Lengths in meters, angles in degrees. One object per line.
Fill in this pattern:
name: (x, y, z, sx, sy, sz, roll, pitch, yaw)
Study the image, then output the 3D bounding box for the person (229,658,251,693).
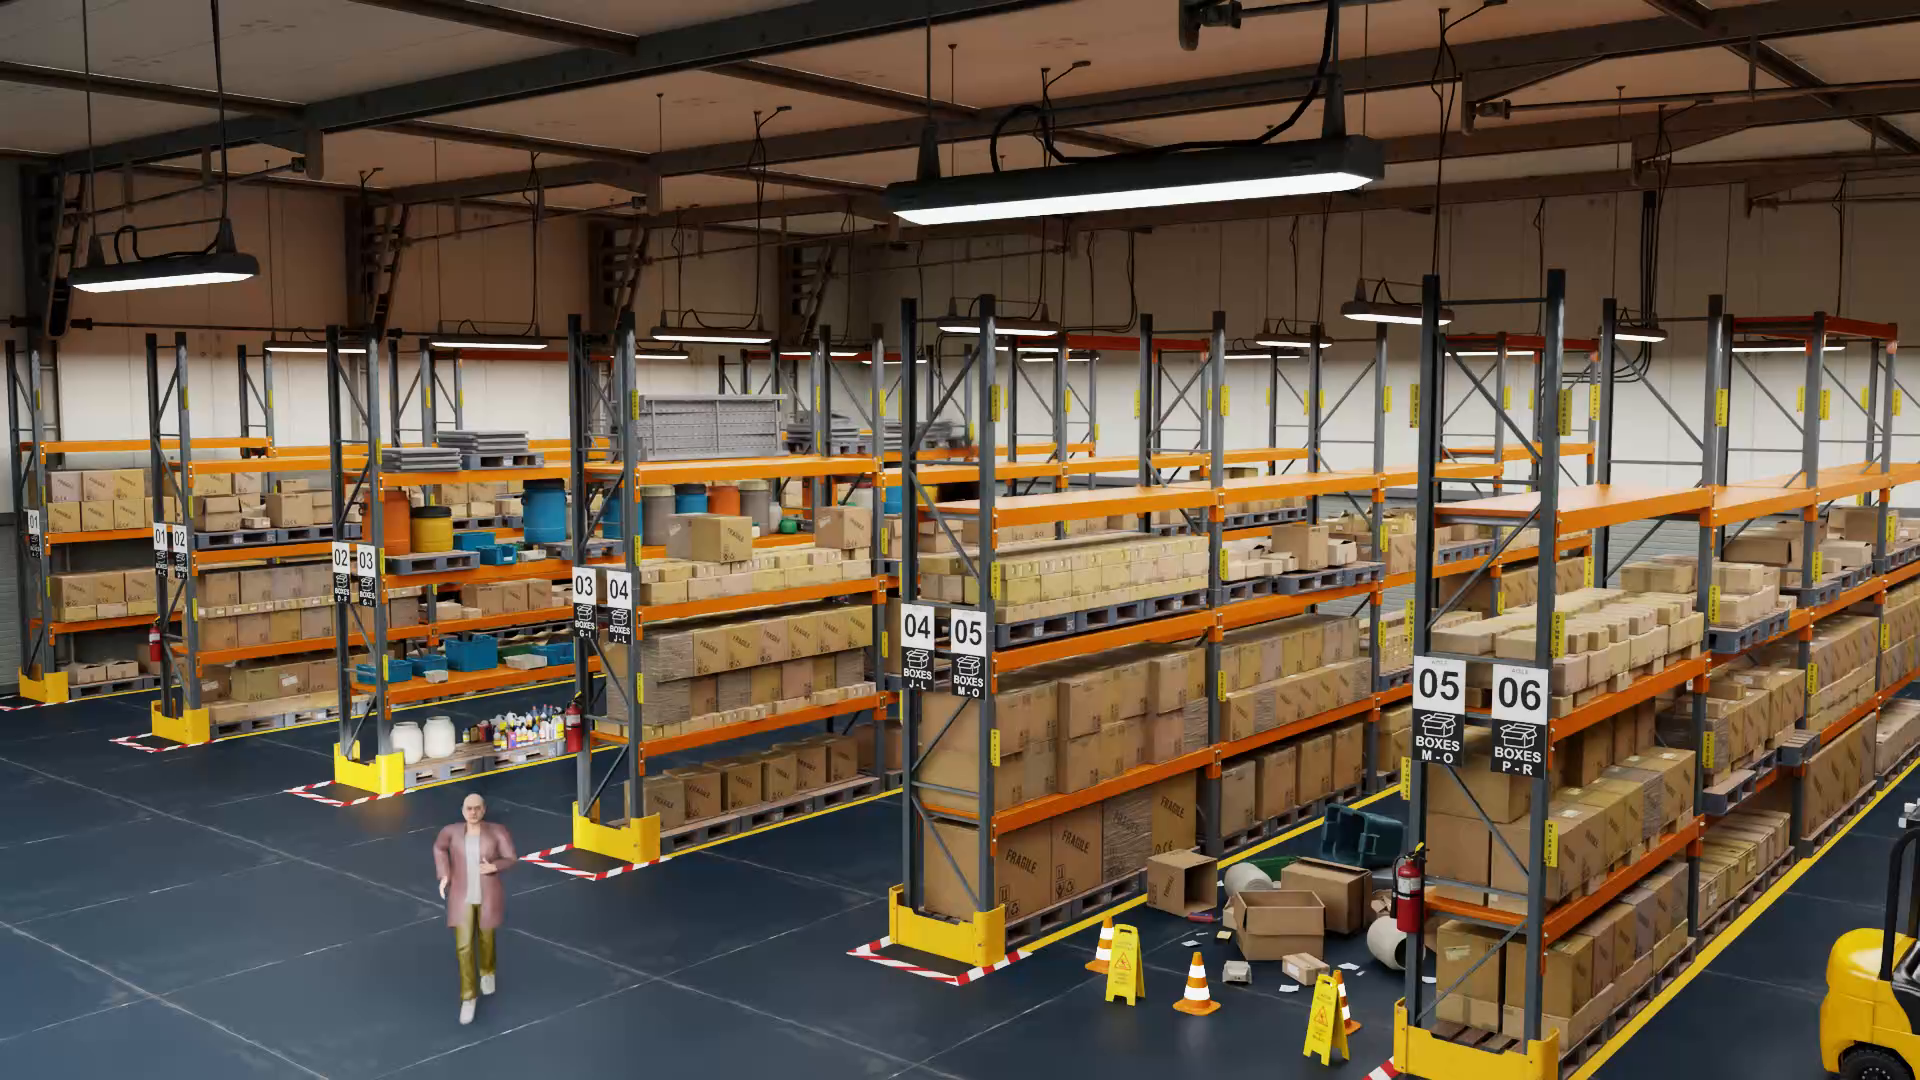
person: (-11.815, 1.903, 27.456, 0.526, 1.606, 0.815, 3, 6, 34)

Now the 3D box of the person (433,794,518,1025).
person: (-4.047, 3.025, 13.893, 0.694, 1.823, 0.795, -1, 5, -13)
